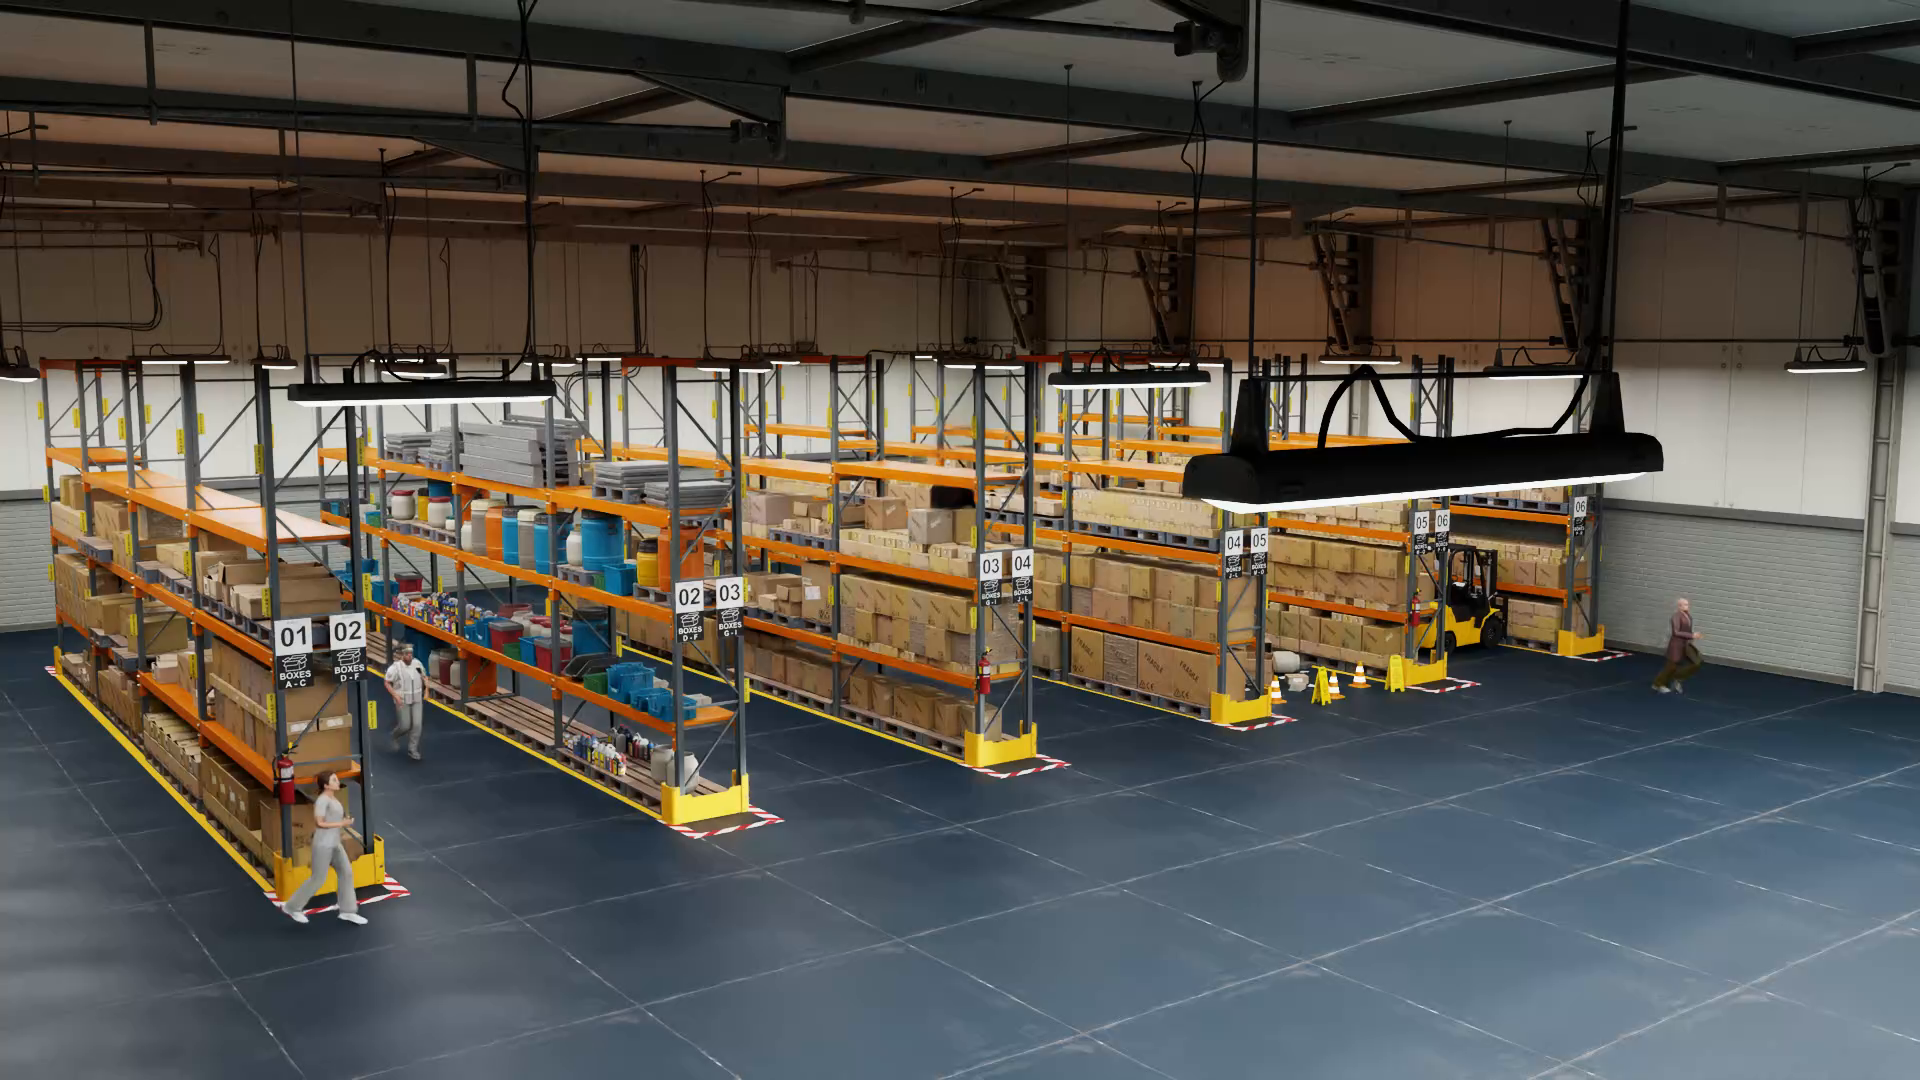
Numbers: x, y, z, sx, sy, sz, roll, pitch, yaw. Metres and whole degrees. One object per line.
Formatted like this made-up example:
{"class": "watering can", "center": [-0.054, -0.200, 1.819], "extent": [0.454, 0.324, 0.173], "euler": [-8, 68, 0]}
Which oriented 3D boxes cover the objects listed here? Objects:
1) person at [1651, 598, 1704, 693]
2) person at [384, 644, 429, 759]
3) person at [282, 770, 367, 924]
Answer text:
{"class": "person", "center": [12.862, 1.891, 29.667], "extent": [0.731, 1.736, 0.896], "euler": [-5, 9, -38]}
{"class": "person", "center": [-8.429, 2.430, 25.378], "extent": [0.685, 1.764, 0.631], "euler": [-6, 9, -42]}
{"class": "person", "center": [-6.901, 3.338, 18.069], "extent": [0.874, 1.693, 0.577], "euler": [0, 7, -4]}
